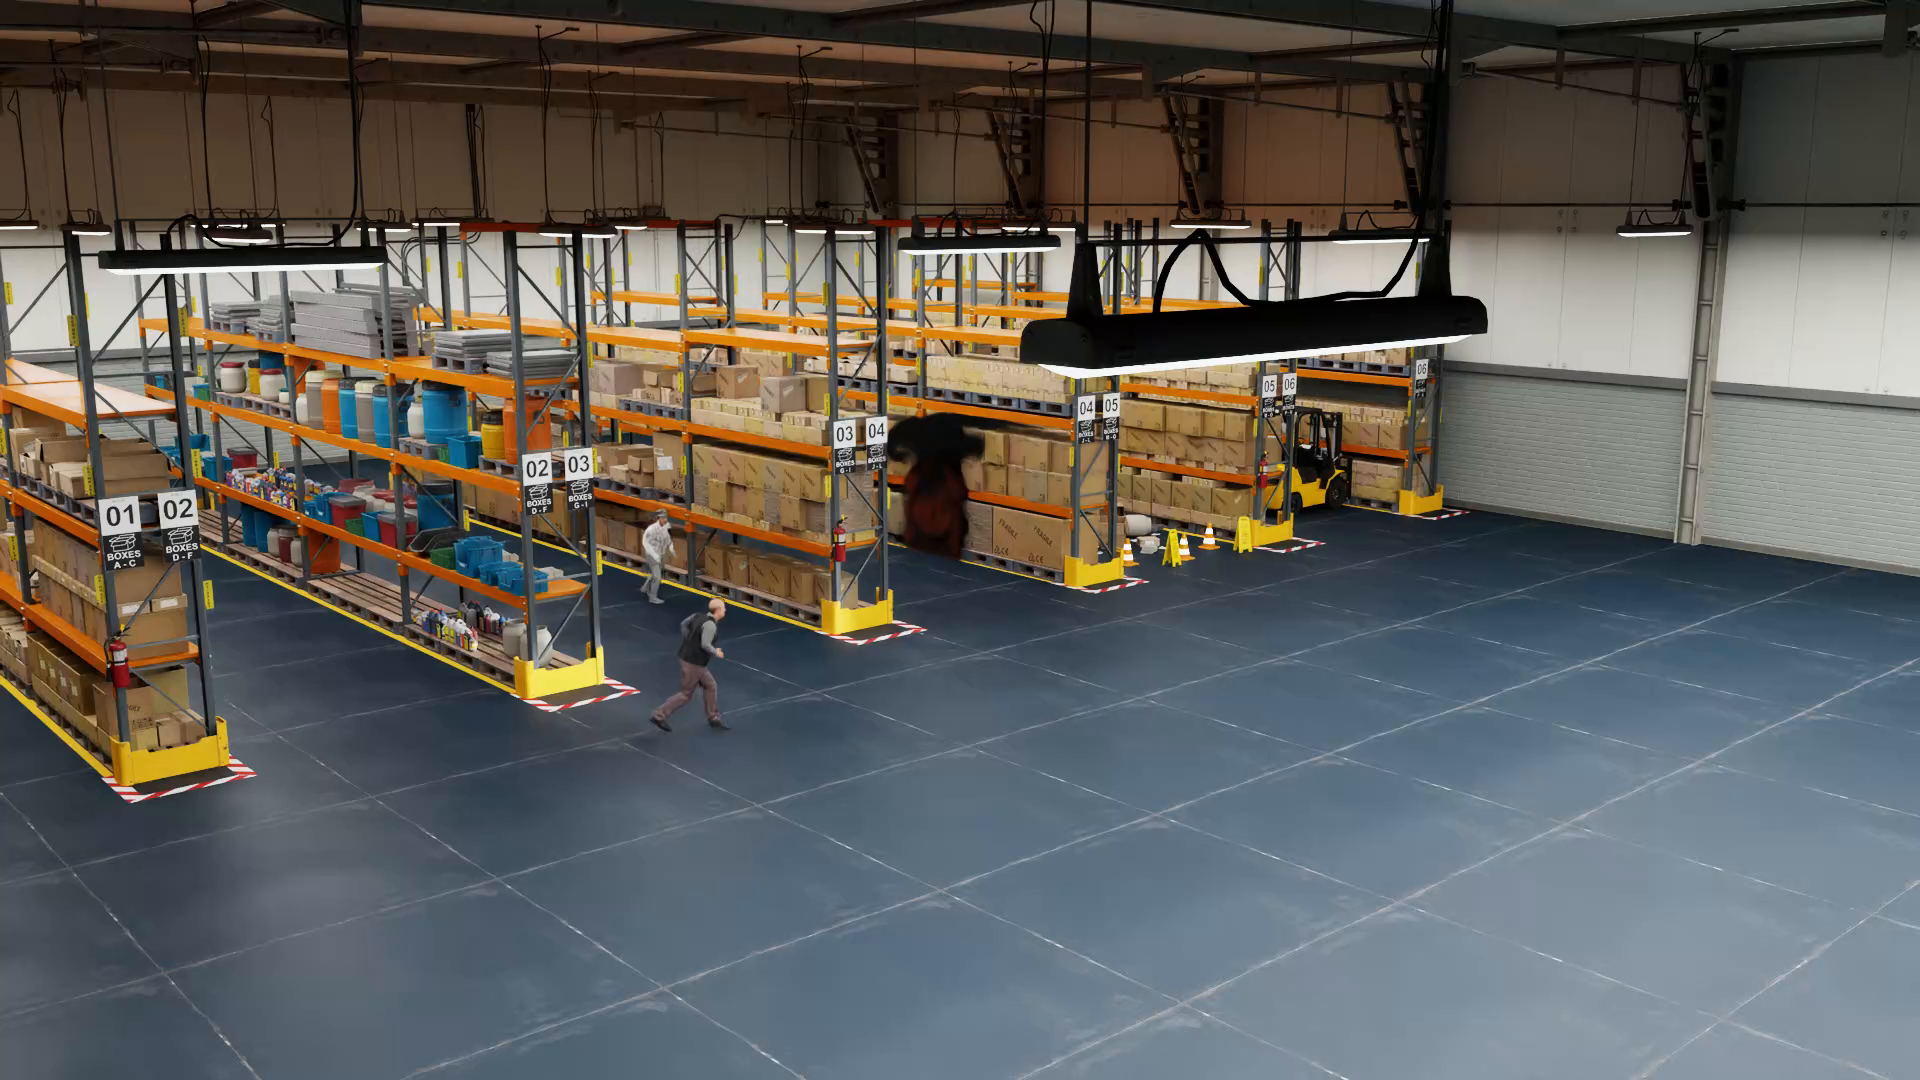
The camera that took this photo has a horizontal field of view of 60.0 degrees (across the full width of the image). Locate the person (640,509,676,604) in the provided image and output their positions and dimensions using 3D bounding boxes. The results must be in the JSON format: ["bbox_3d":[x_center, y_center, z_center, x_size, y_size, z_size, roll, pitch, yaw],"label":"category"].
[{"bbox_3d":[-4.933,0.234,26.718,0.800,1.580,0.598,7,13,31],"label":"person"}]

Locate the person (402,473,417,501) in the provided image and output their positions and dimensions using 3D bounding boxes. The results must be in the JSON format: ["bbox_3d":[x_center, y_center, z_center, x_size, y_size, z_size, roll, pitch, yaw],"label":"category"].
[{"bbox_3d":[-10.491,-0.616,31.461,0.953,1.377,0.616,7,13,29],"label":"person"}]

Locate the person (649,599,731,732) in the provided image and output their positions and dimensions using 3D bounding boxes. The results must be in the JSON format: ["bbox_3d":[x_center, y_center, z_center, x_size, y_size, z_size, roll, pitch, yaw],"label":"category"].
[{"bbox_3d":[-3.288,1.561,20.091,1.007,1.681,0.697,-6,13,-26],"label":"person"}]
